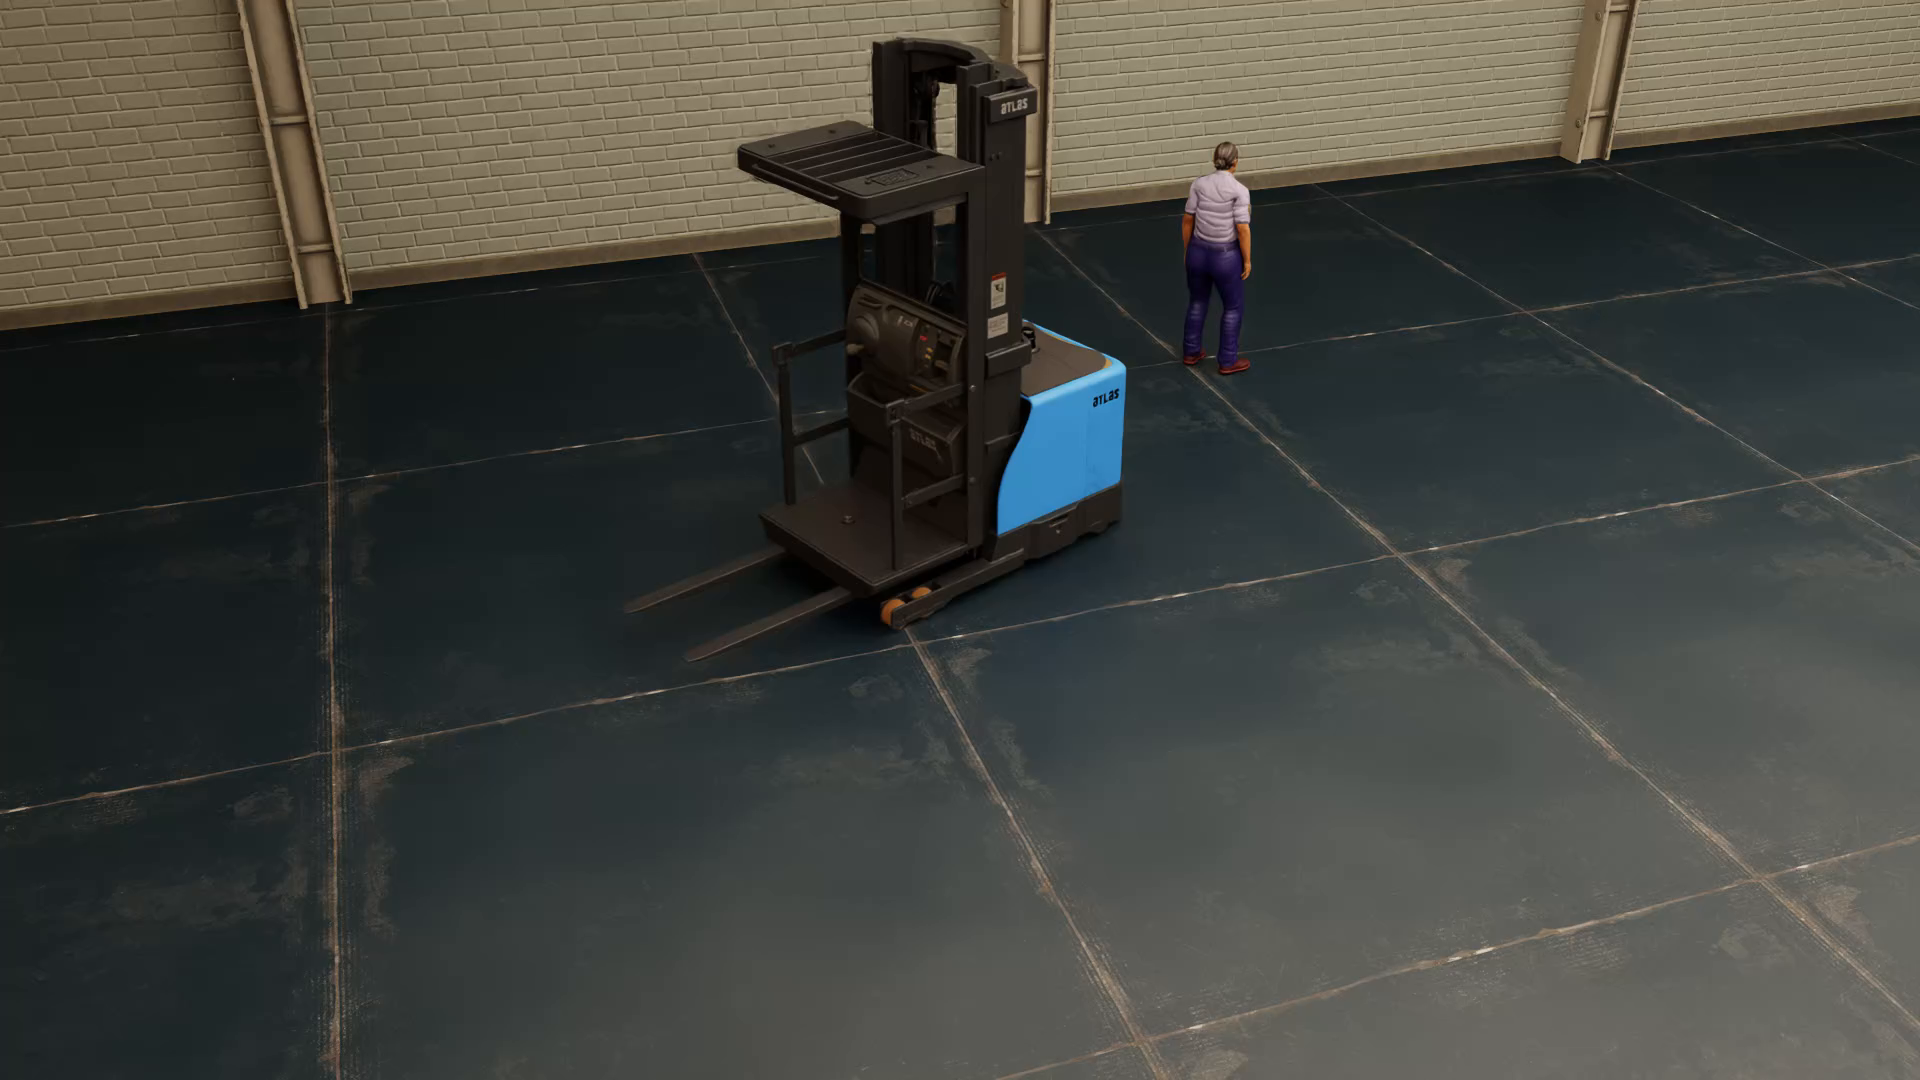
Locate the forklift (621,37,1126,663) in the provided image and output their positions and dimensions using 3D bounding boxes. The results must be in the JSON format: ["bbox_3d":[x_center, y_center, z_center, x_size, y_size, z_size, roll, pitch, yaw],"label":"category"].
[{"bbox_3d":[-0.461,-1.072,8.951,3.031,2.935,1.130,-23,37,-34],"label":"forklift"}]

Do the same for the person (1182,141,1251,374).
[{"bbox_3d":[1.837,-1.999,11.864,0.547,1.636,0.373,19,35,29],"label":"person"}]
